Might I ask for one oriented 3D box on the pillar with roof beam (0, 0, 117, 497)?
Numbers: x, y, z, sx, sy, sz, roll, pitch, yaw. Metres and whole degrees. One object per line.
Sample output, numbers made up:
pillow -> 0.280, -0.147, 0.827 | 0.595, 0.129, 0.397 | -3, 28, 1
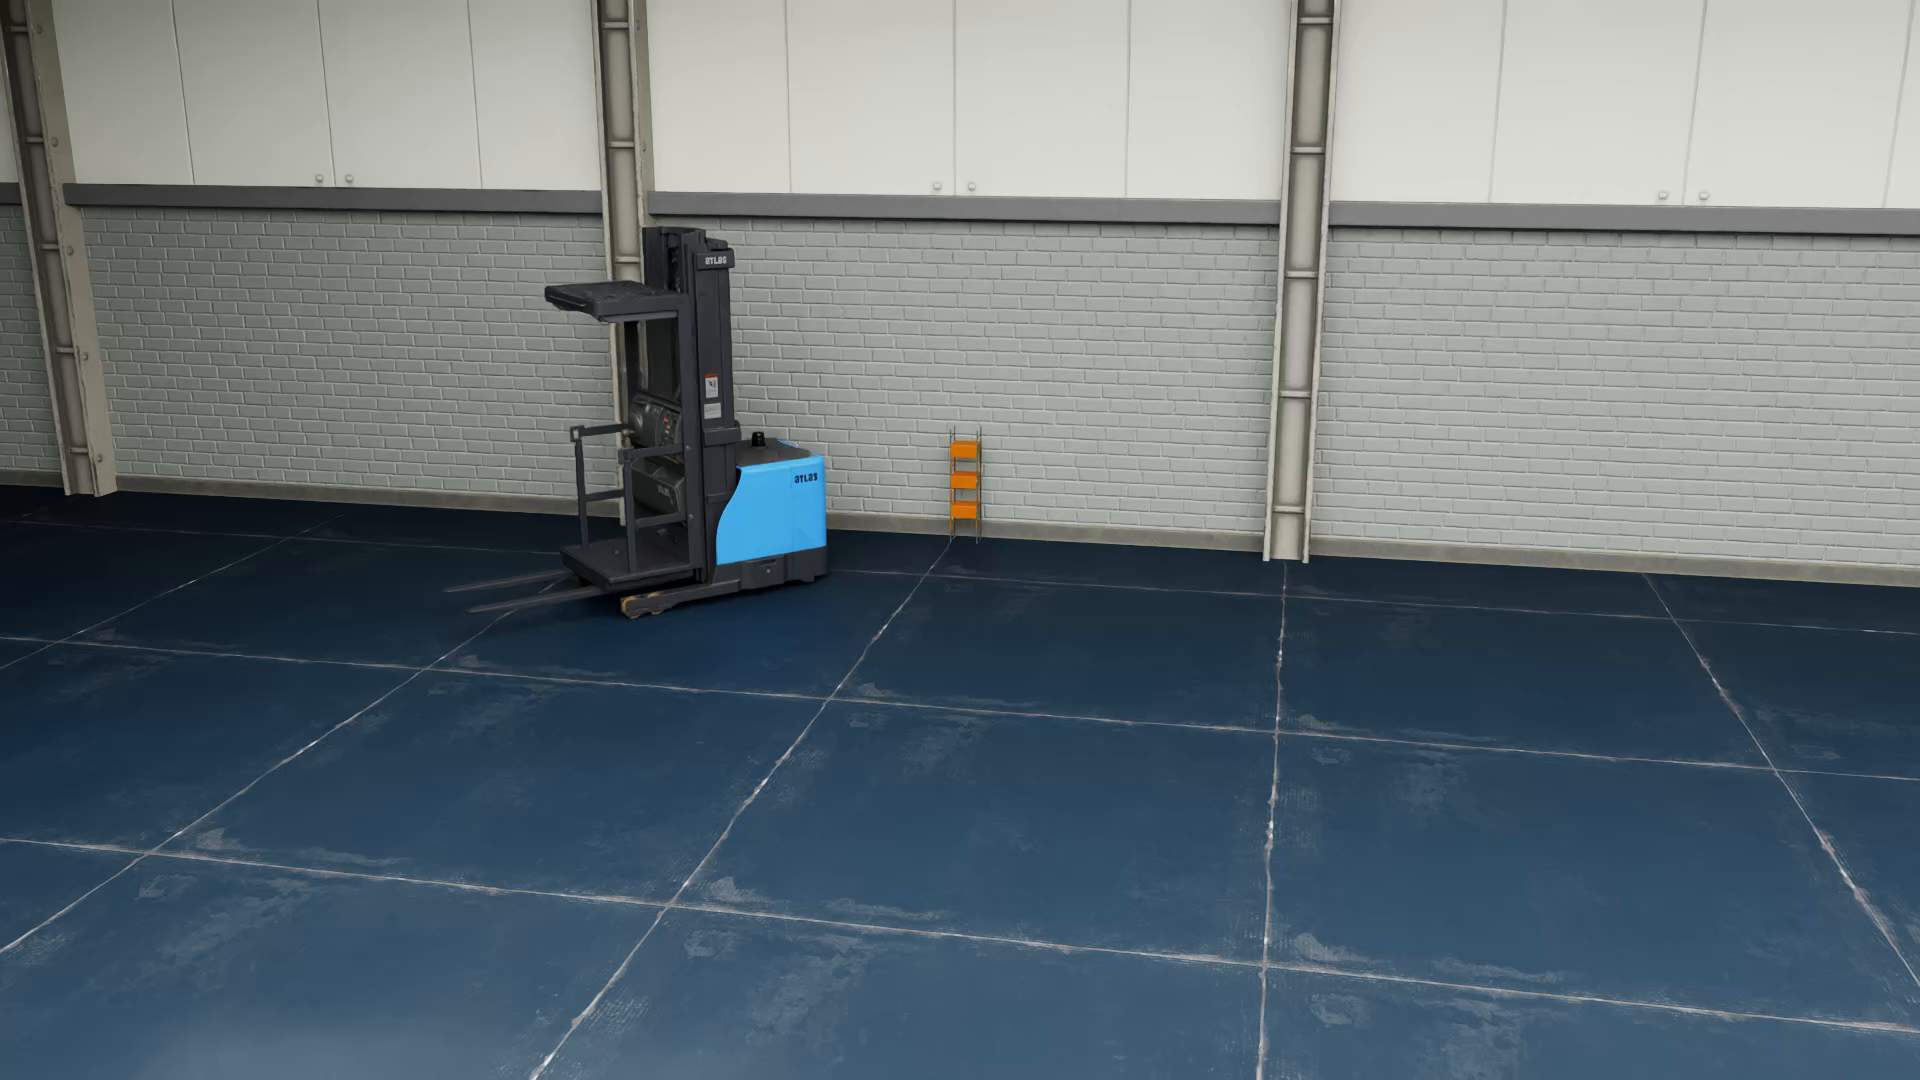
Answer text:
pillar with roof beam -> -9.735, -3.698, 11.744 | 0.400, 9.000, 9.100 | 3, 16, 11

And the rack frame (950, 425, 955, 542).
rack frame -> -0.067, -0.510, 15.123 | 0.008, 1.050, 0.200 | 3, 16, 11

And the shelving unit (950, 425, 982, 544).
shelving unit -> 0.052, -0.503, 15.100 | 0.252, 1.050, 0.215 | 3, 16, 11

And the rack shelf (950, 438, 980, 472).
rack shelf -> 0.052, -0.766, 15.027 | 0.240, 0.259, 0.215 | 3, 16, 11

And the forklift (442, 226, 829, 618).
forklift -> -2.612, -0.958, 13.217 | 3.031, 2.935, 1.130 | -10, 18, -33

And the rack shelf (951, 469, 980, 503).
rack shelf -> 0.052, -0.493, 15.102 | 0.240, 0.259, 0.215 | 3, 16, 11

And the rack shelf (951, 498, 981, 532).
rack shelf -> 0.052, -0.225, 15.177 | 0.240, 0.259, 0.215 | 3, 16, 11

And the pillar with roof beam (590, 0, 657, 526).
pillar with roof beam -> -3.856, -3.379, 10.591 | 0.400, 9.000, 9.100 | 3, 16, 11

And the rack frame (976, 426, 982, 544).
rack frame -> 0.172, -0.497, 15.076 | 0.008, 1.050, 0.200 | 3, 16, 11

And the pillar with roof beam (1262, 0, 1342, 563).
pillar with roof beam -> 2.024, -3.060, 9.439 | 0.400, 9.000, 9.100 | 3, 16, 11
